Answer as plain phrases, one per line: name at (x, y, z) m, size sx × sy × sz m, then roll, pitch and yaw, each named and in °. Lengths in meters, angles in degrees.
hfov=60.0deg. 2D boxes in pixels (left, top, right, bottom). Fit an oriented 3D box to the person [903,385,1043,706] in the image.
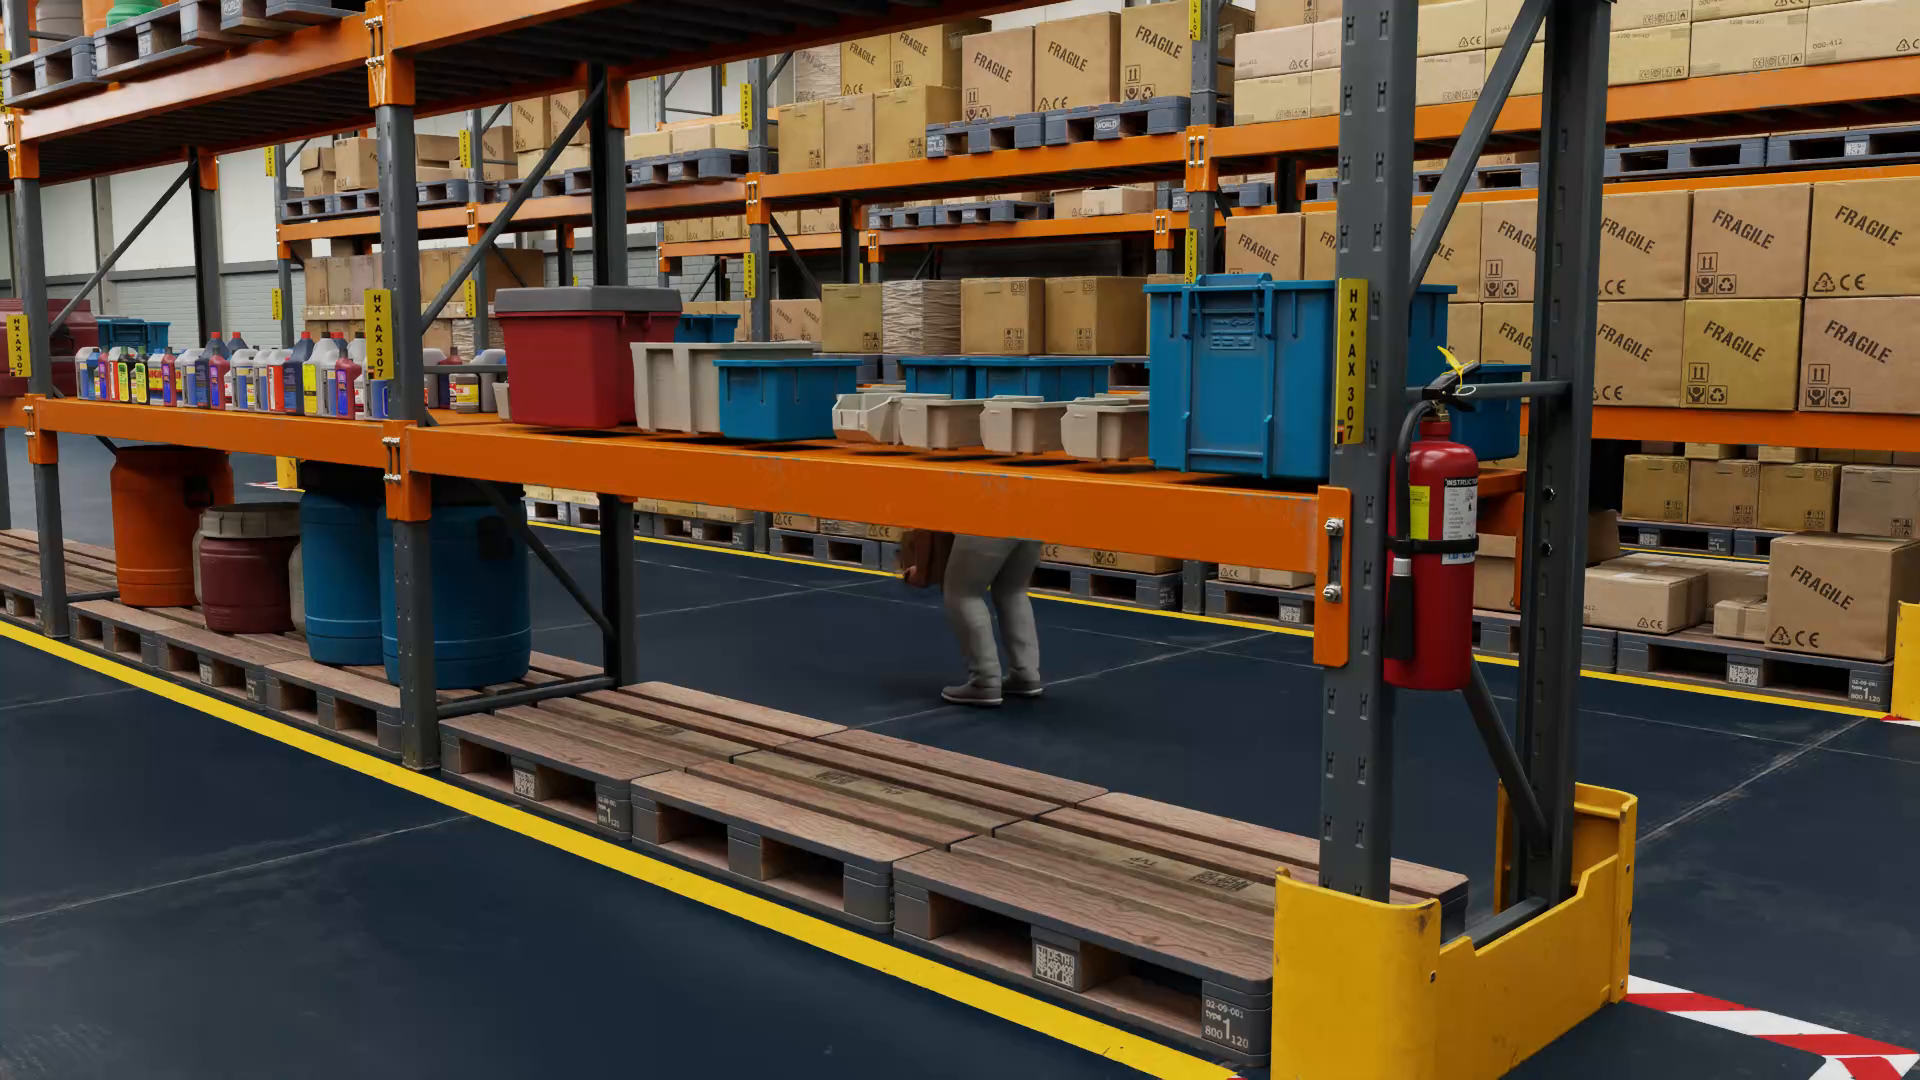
person at (-0.008, 0.006, 7.608) m, size 0.964 × 1.412 × 0.482 m, roll 6°, pitch 9°, yaw 42°
